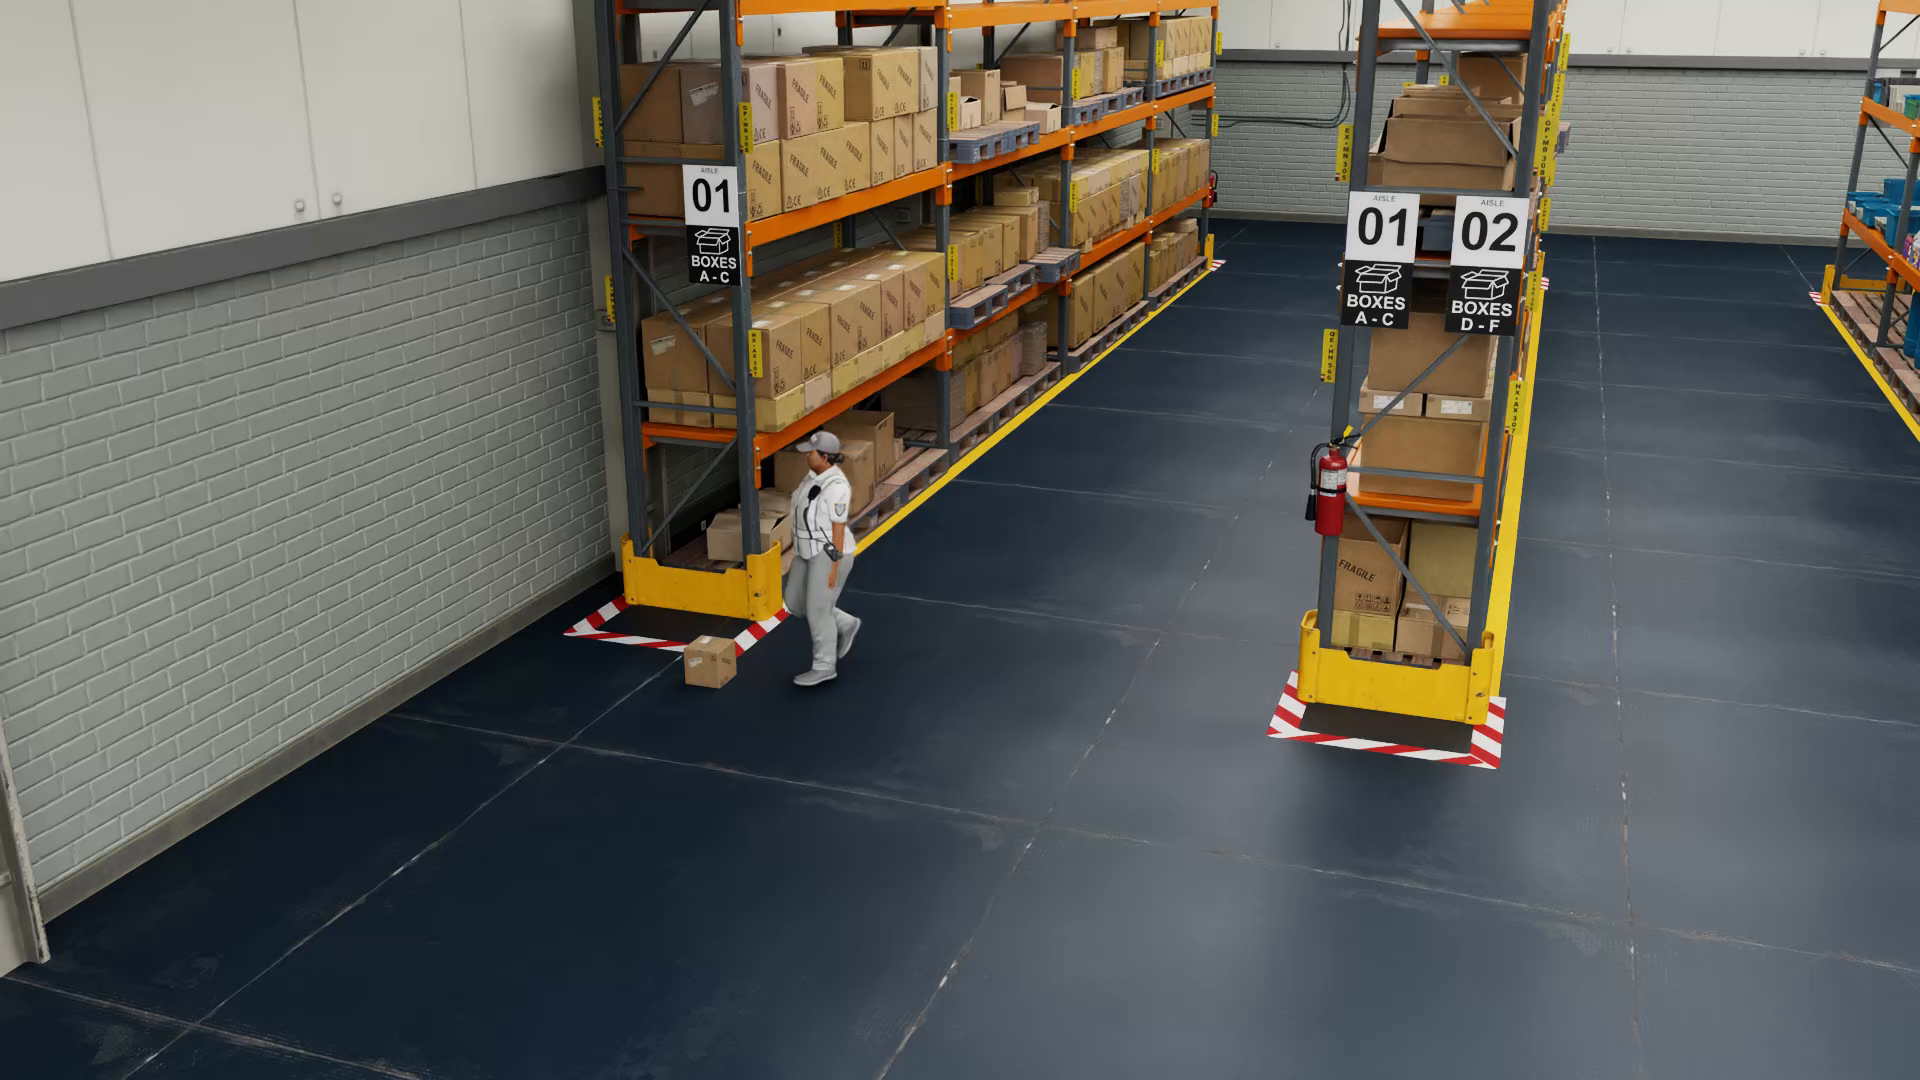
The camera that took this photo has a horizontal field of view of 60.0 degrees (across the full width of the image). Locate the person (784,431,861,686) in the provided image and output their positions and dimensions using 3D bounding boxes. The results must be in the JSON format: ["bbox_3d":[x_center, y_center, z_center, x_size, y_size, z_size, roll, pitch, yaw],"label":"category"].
[{"bbox_3d":[-0.865,0.097,10.736,0.574,1.648,0.492,-10,21,-28],"label":"person"}]
